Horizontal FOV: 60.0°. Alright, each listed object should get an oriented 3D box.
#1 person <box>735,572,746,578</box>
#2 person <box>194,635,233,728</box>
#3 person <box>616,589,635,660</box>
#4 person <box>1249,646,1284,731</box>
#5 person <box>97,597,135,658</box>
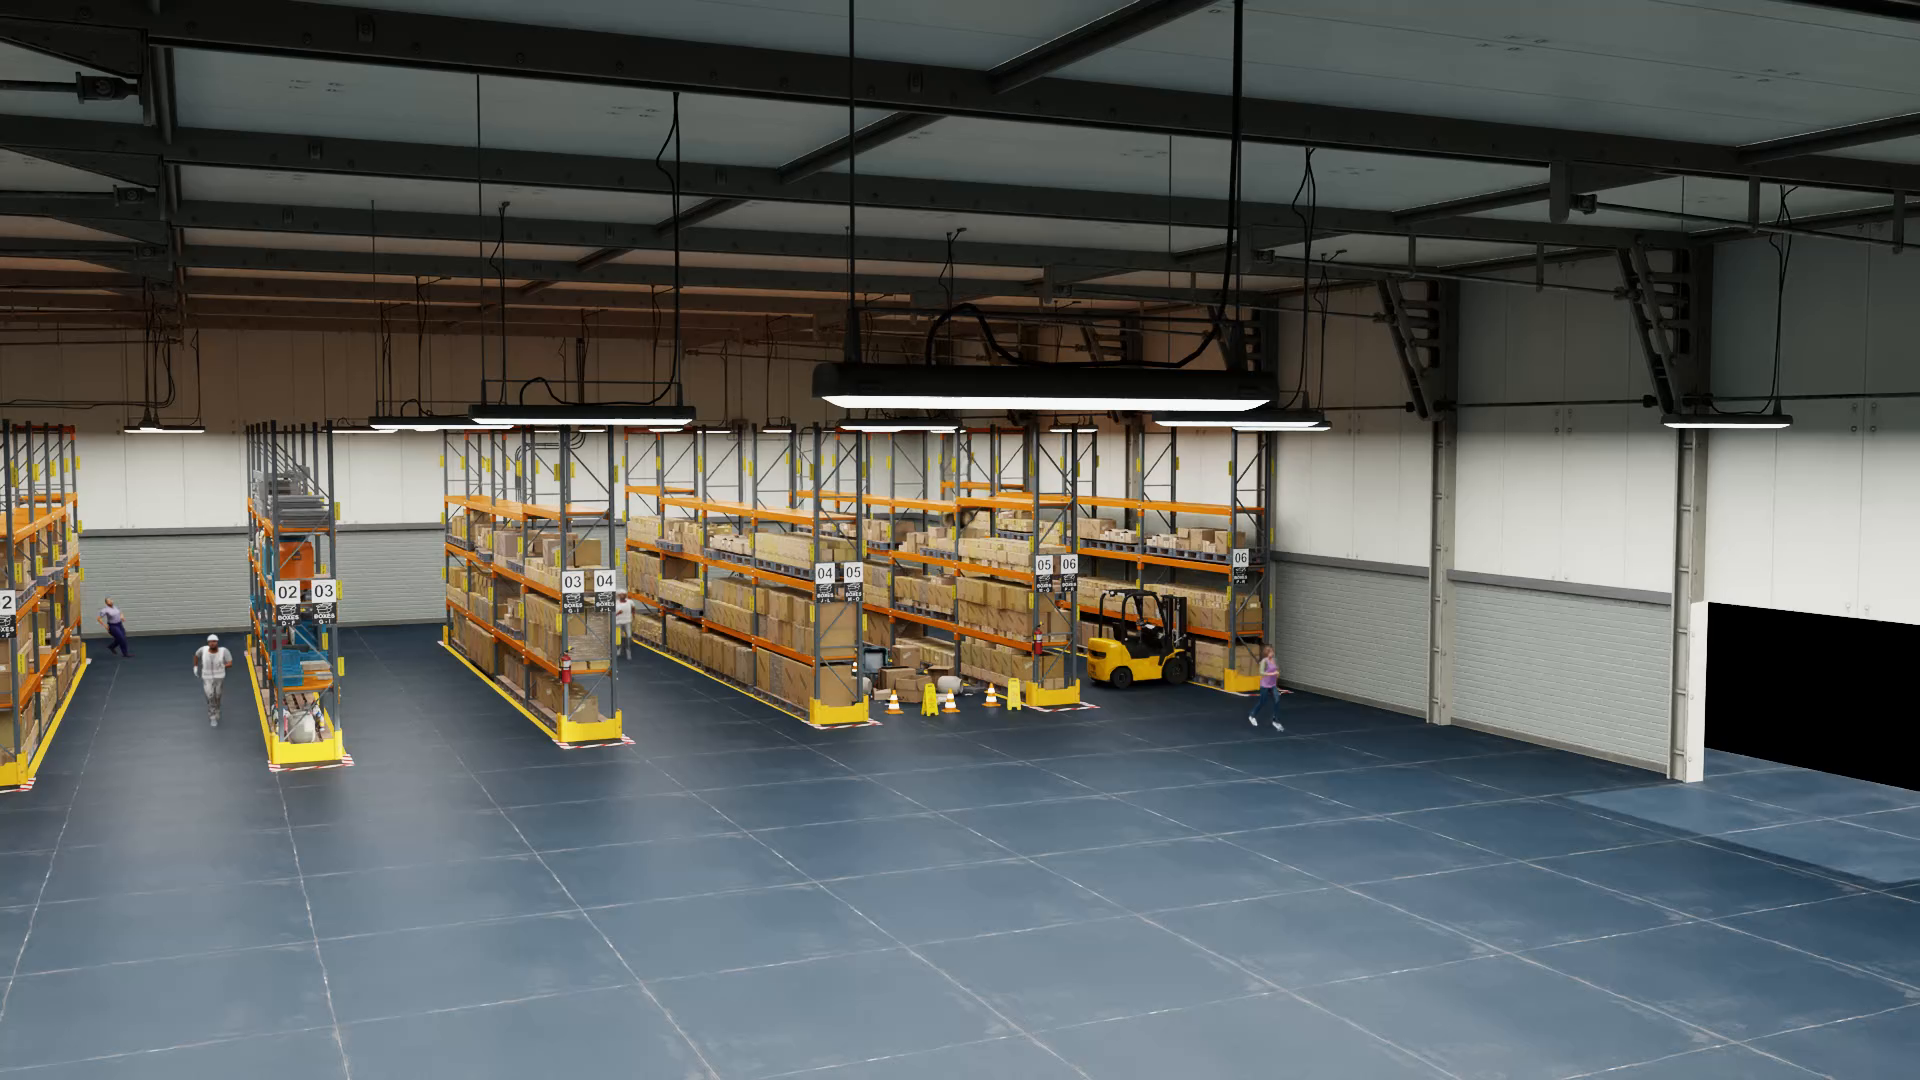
[{"bbox_3d":[-6.402,1.687,50.607,0.967,1.650,0.644,-1,4,-10],"label":"person"},{"bbox_3d":[-14.831,2.774,33.055,0.712,1.825,0.921,-1,4,-22],"label":"person"},{"bbox_3d":[-8.674,2.142,42.756,0.719,1.789,0.773,-1,4,-23],"label":"person"},{"bbox_3d":[5.986,2.878,32.458,0.565,1.631,0.762,-3,5,-41],"label":"person"},{"bbox_3d":[-21.697,2.255,42.766,0.779,1.573,0.671,1,4,8],"label":"person"}]
